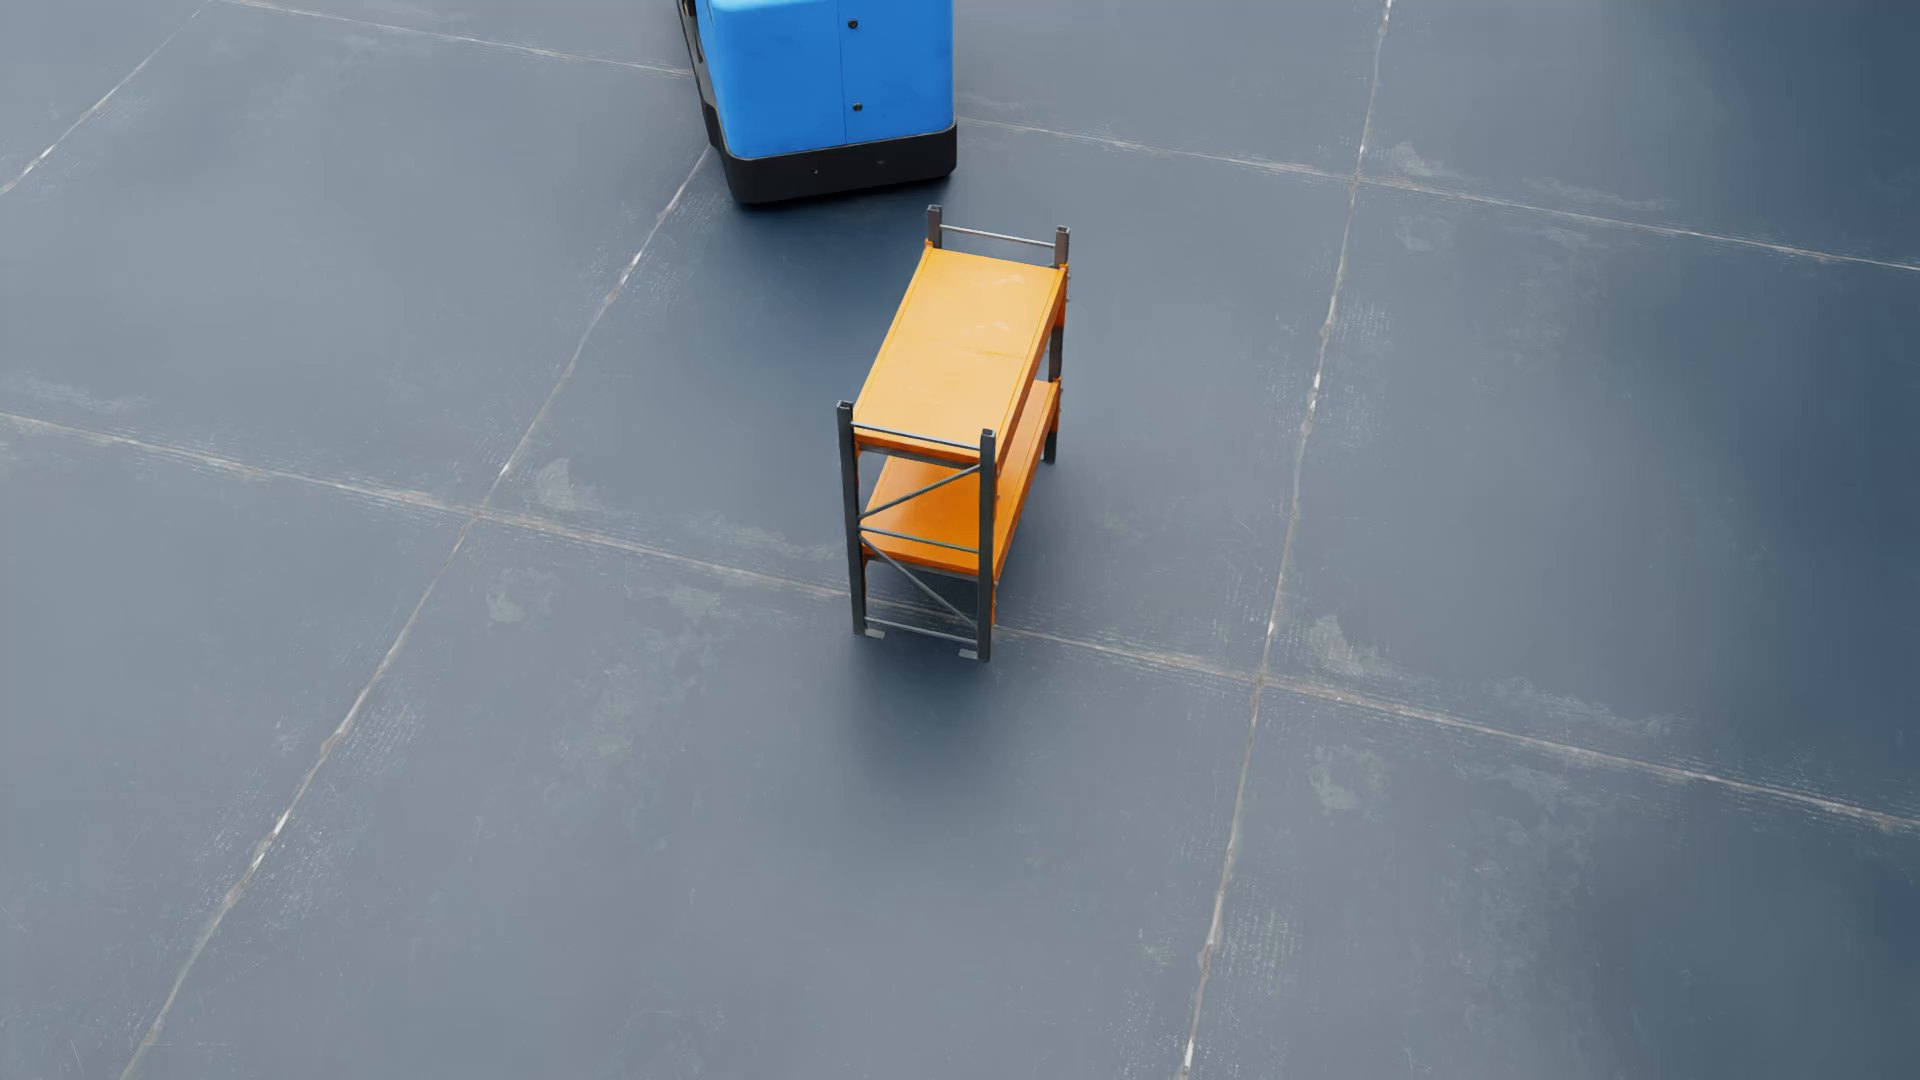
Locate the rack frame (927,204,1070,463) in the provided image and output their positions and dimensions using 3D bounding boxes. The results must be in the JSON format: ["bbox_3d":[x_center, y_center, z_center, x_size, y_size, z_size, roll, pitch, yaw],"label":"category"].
[{"bbox_3d":[0.132,-0.735,6.148,0.500,1.125,0.032,12,50,10],"label":"rack frame"}]

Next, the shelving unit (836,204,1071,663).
[{"bbox_3d":[-0.002,-0.367,5.824,0.538,1.125,1.048,12,50,10],"label":"shelving unit"}]

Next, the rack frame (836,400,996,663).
[{"bbox_3d":[-0.136,0.000,5.499,0.500,1.125,0.032,12,50,10],"label":"rack frame"}]

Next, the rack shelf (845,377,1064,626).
[{"bbox_3d":[-0.002,-0.206,6.007,0.538,0.278,1.000,12,50,10],"label":"rack shelf"}]

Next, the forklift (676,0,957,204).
[{"bbox_3d":[-0.861,-3.614,7.485,1.130,2.935,3.031,-10,49,-9],"label":"forklift"}]

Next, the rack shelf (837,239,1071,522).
[{"bbox_3d":[-0.002,-0.561,5.604,0.538,0.278,1.000,12,50,10],"label":"rack shelf"}]
